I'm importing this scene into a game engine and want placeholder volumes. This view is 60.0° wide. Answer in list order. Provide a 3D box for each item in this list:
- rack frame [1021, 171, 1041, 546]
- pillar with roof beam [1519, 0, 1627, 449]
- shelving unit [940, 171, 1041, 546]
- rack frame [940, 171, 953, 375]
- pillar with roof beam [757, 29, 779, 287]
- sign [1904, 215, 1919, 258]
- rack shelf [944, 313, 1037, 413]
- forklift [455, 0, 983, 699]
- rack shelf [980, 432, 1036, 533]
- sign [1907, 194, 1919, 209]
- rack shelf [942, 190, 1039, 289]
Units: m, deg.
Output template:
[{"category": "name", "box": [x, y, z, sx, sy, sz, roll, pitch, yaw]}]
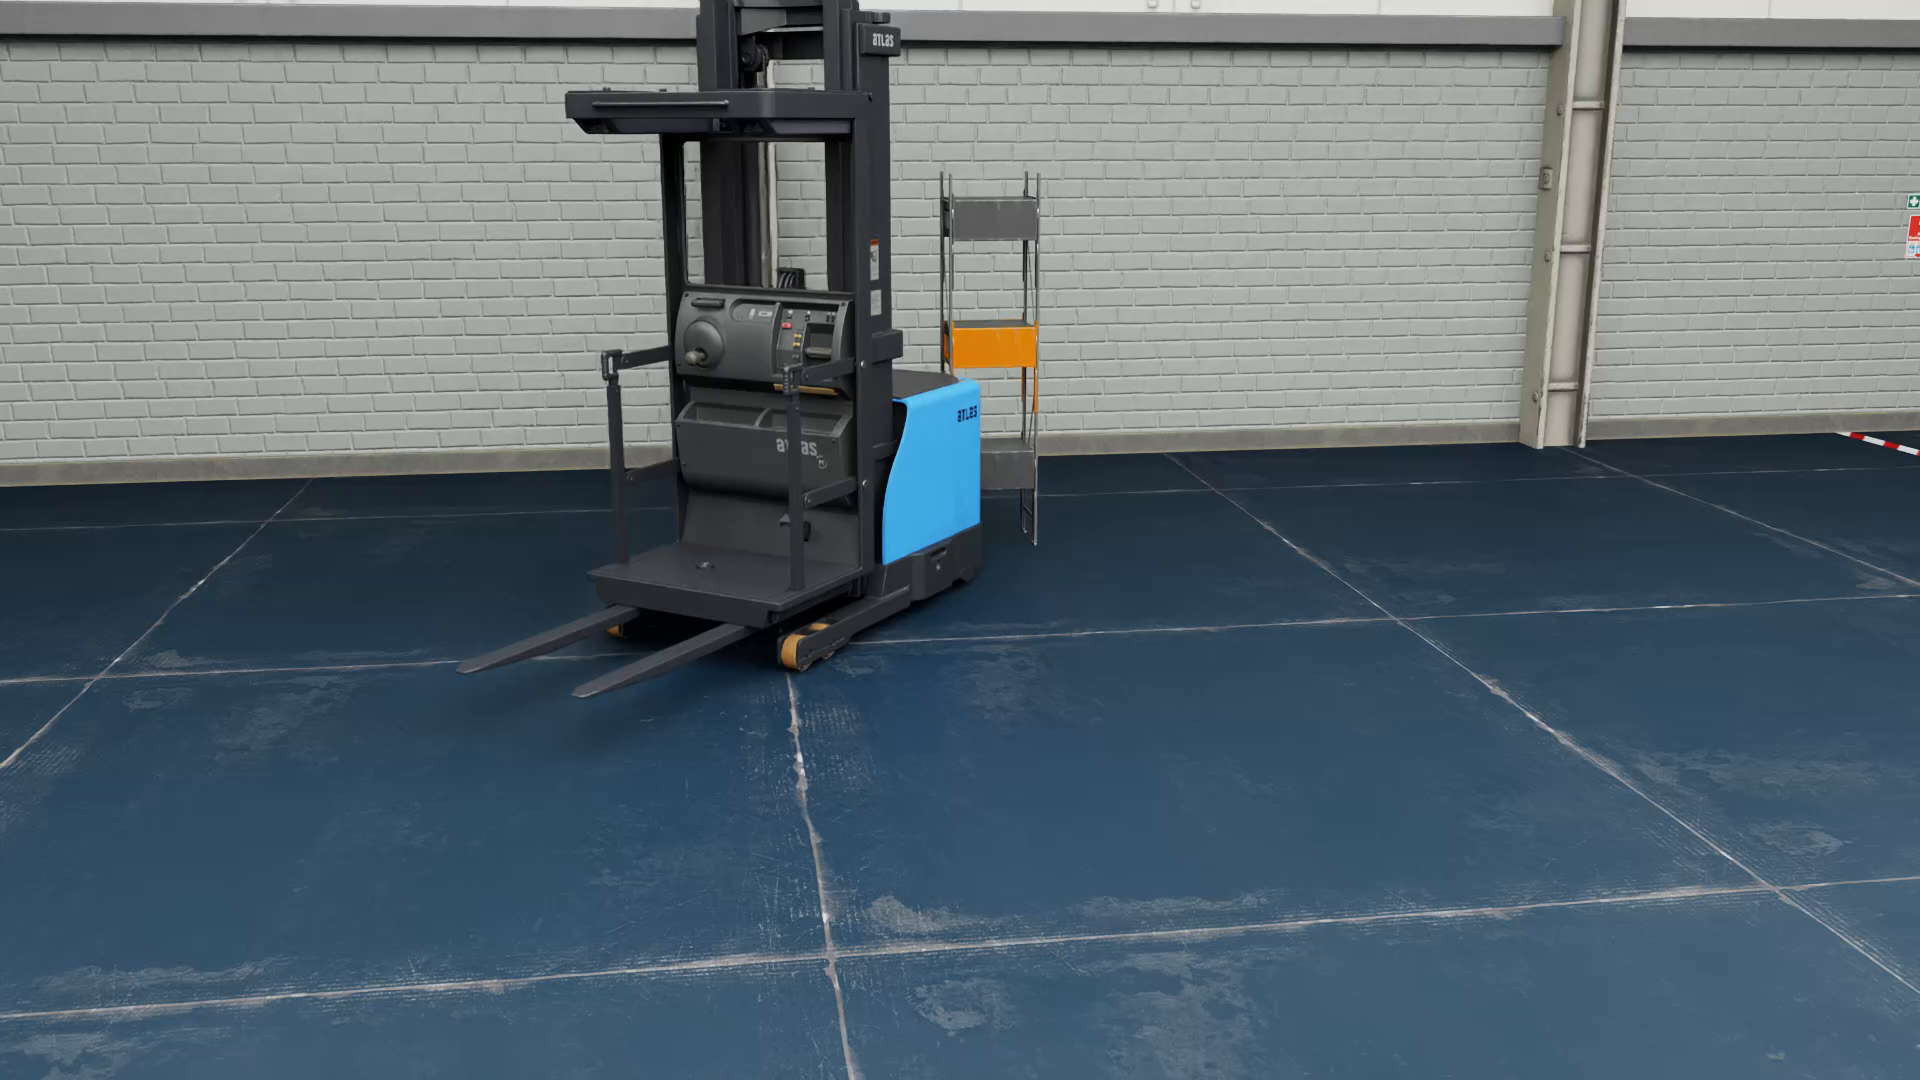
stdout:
[{"category": "rack frame", "box": [0.405, -1.033, 9.526, 0.015, 2.100, 0.400, -2, 14, -8]}, {"category": "pillar with roof beam", "box": [5.127, -4.056, 7.397, 0.400, 9.000, 9.100, -2, 14, -8]}, {"category": "shelving unit", "box": [0.164, -1.024, 9.490, 0.503, 2.100, 0.431, -2, 14, -8]}, {"category": "rack frame", "box": [-0.078, -1.016, 9.455, 0.015, 2.100, 0.400, -2, 14, -8]}, {"category": "pillar with roof beam", "box": [-0.806, -3.839, 6.530, 0.400, 9.000, 9.100, -2, 14, -8]}, {"category": "sign", "box": [7.408, -2.341, 12.817, 0.234, 0.329, 0.001, -2, 14, -8]}, {"category": "rack shelf", "box": [0.164, -1.011, 9.494, 0.480, 0.518, 0.431, -2, 14, -8]}, {"category": "forklift", "box": [-1.024, -0.963, 7.535, 1.130, 2.935, 3.031, 8, 16, 28]}, {"category": "rack shelf", "box": [0.164, -0.332, 9.664, 0.480, 0.518, 0.431, -2, 14, -8]}, {"category": "sign", "box": [7.413, -2.596, 12.745, 0.331, 0.109, 0.001, -2, 14, -8]}, {"category": "rack shelf", "box": [0.164, -1.690, 9.323, 0.480, 0.518, 0.431, -2, 14, -8]}]
